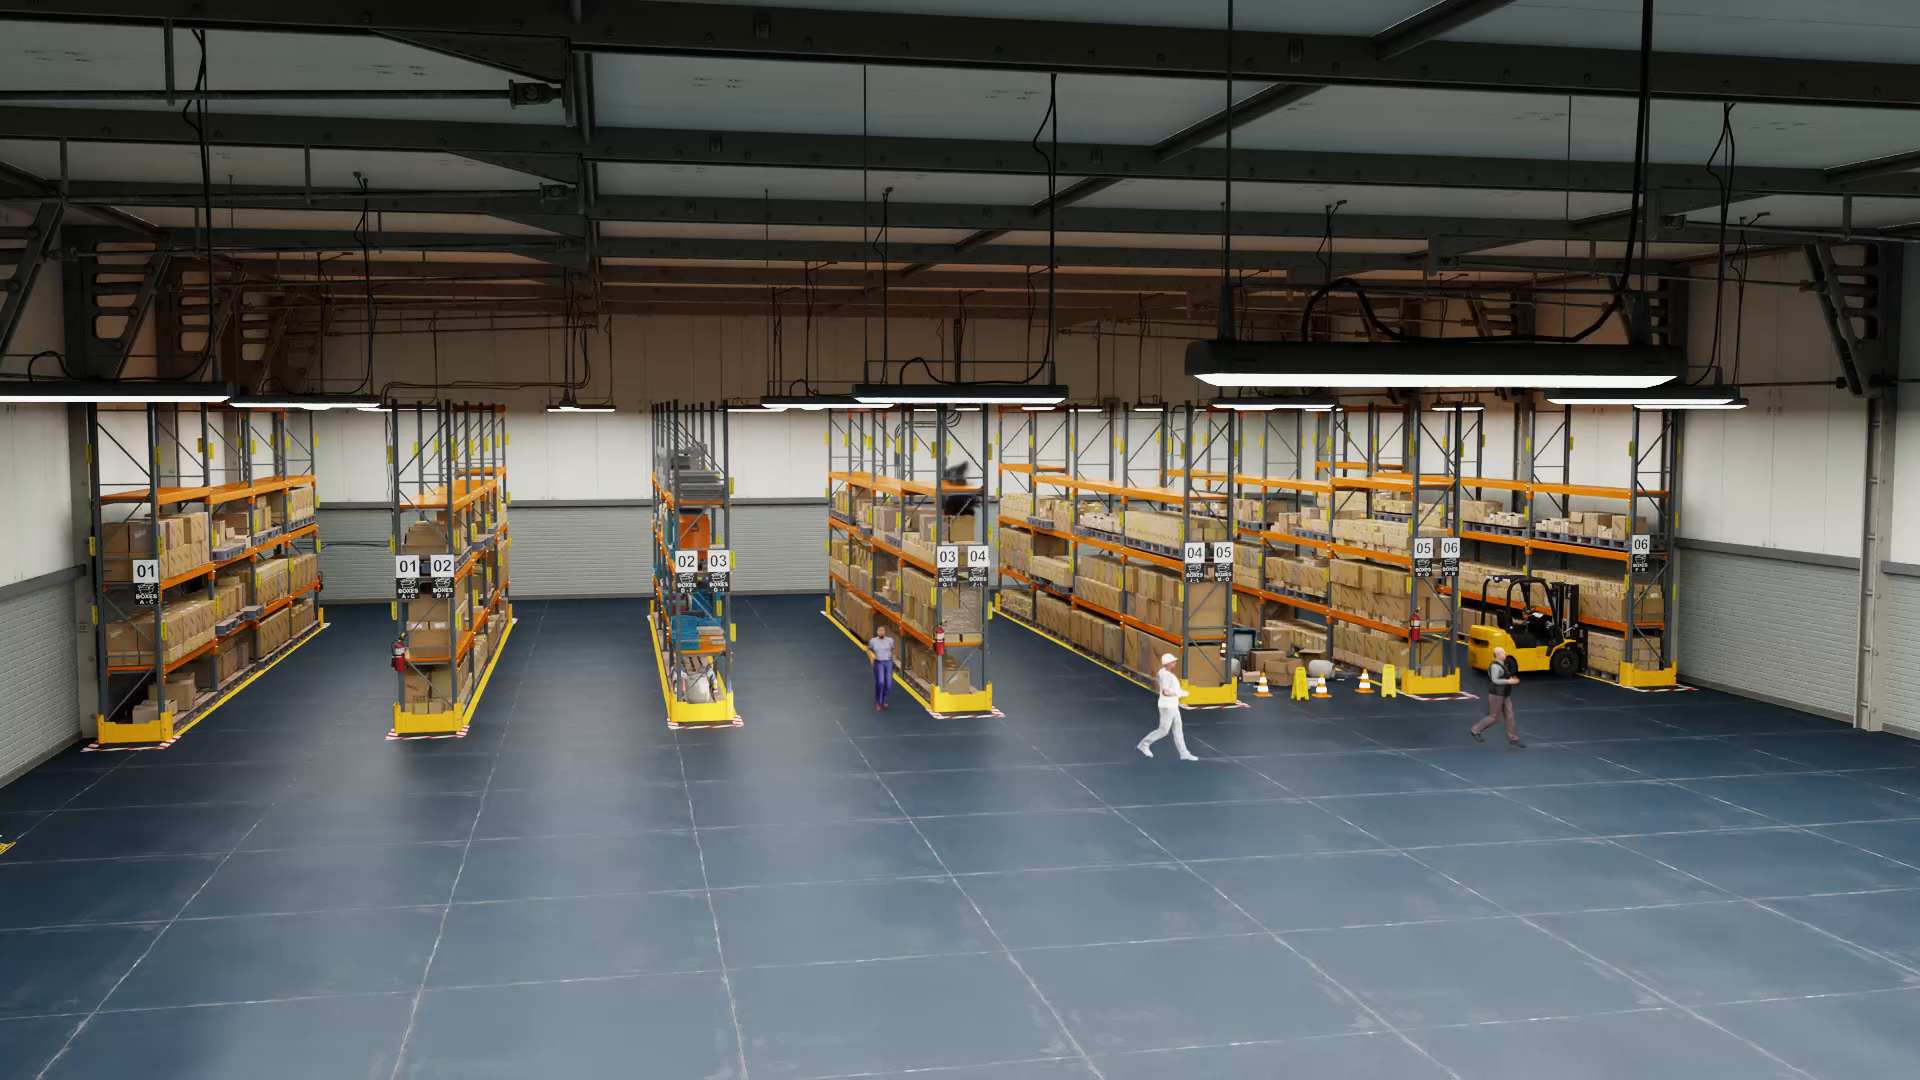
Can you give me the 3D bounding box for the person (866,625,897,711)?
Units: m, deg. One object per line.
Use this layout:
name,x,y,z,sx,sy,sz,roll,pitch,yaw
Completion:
person,-1.505,2.585,32.419,0.600,1.476,0.629,-1,4,-9

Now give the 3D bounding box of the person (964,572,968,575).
person,0.372,1.164,49.030,0.836,1.781,0.680,-4,6,-39

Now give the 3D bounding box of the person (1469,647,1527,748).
person,9.244,2.689,28.519,0.950,1.724,0.657,3,5,31

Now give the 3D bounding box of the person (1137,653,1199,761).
person,3.423,2.742,27.300,1.013,1.765,0.688,1,4,13
